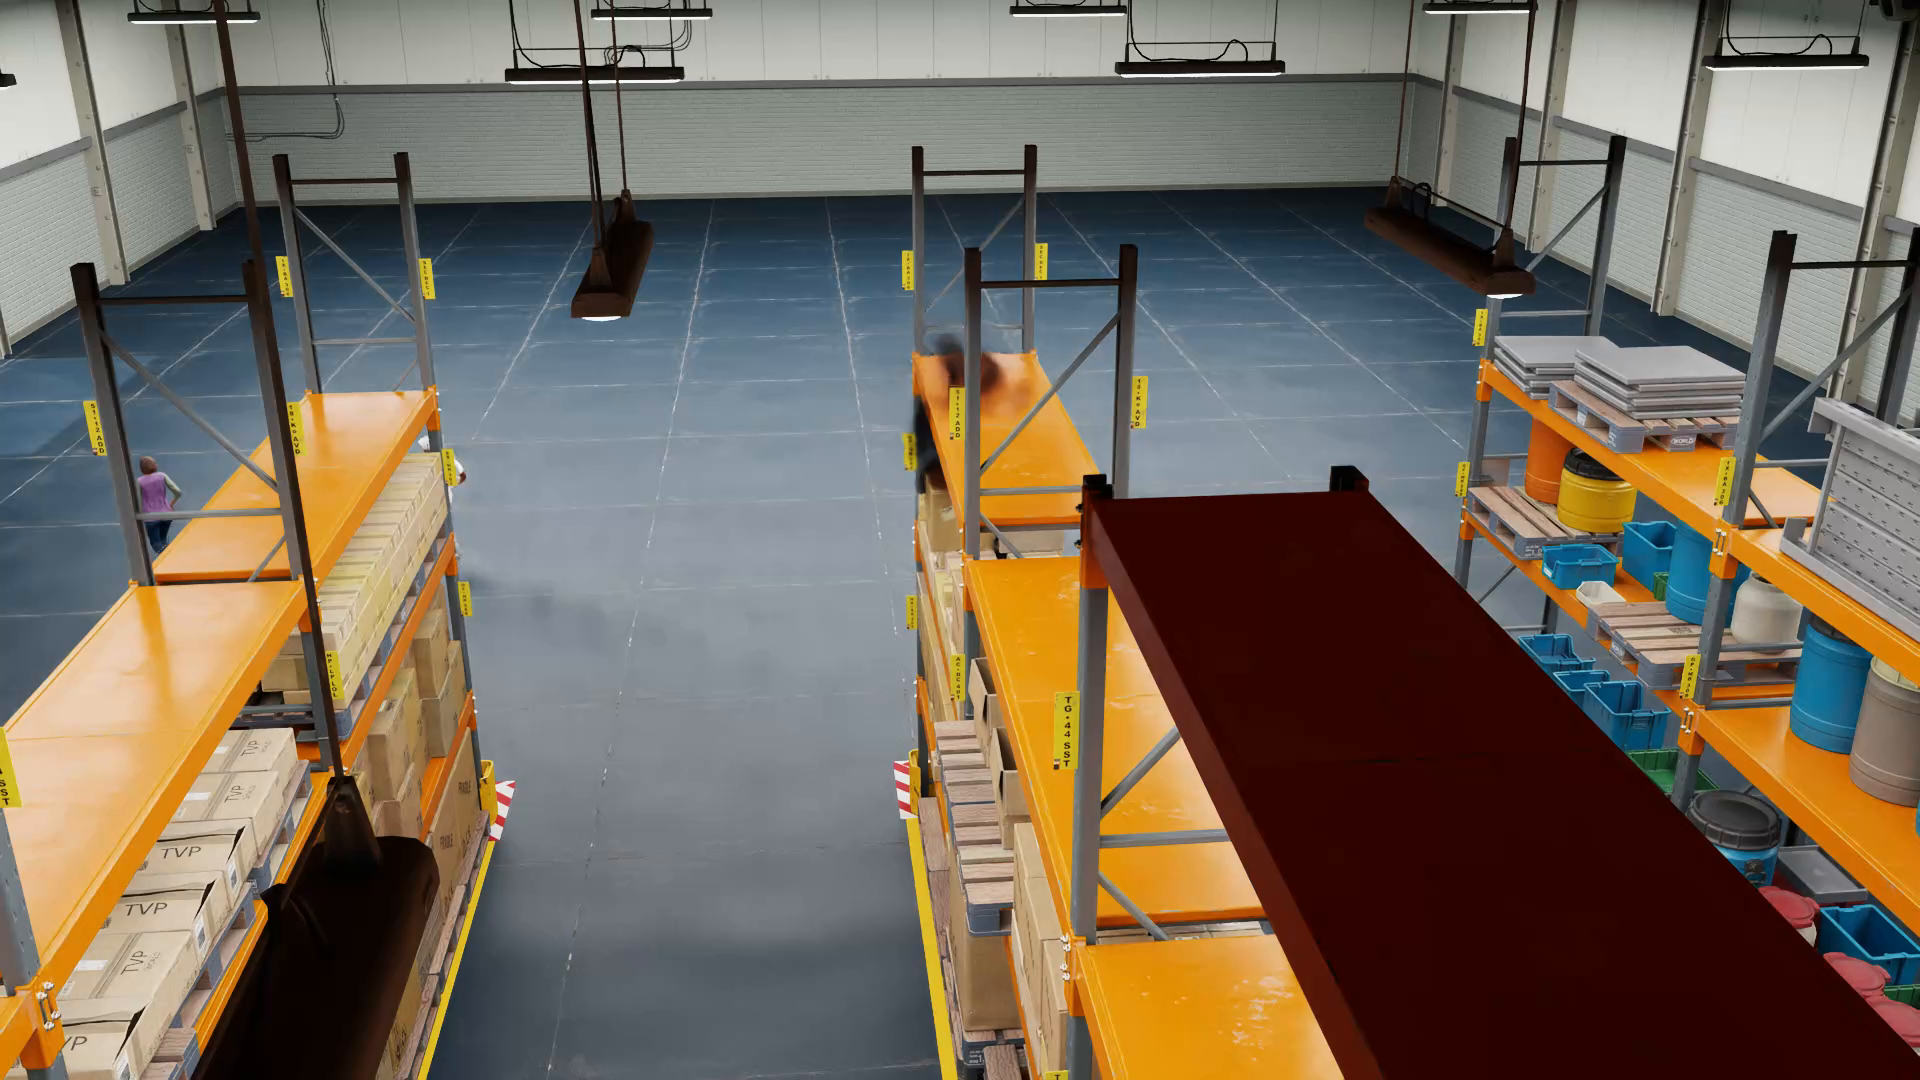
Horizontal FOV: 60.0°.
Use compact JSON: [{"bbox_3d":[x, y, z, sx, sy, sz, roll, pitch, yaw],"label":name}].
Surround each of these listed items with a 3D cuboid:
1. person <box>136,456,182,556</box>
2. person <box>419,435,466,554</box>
[{"bbox_3d":[-9.674,-0.243,20.096,0.752,1.606,0.539,19,28,39],"label":"person"},{"bbox_3d":[-6.445,-0.476,20.502,0.795,1.732,0.711,14,26,32],"label":"person"}]
